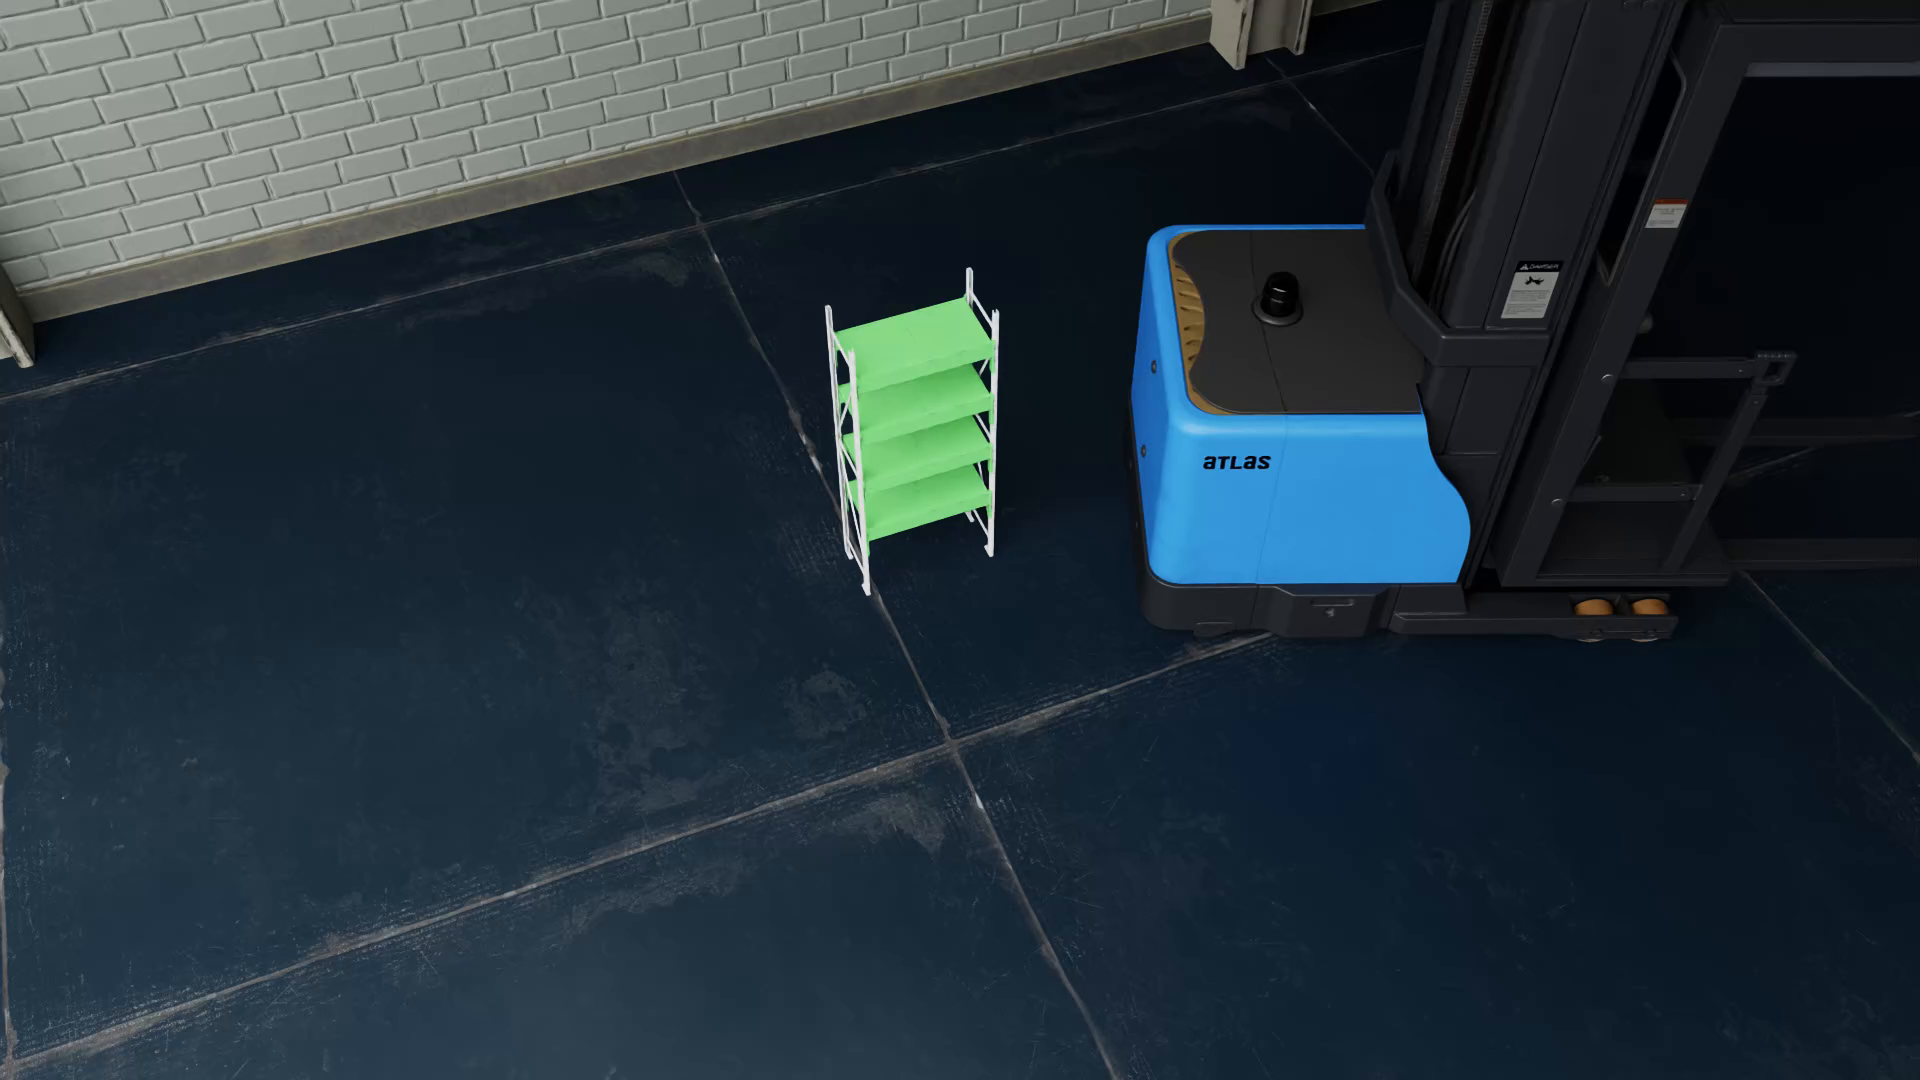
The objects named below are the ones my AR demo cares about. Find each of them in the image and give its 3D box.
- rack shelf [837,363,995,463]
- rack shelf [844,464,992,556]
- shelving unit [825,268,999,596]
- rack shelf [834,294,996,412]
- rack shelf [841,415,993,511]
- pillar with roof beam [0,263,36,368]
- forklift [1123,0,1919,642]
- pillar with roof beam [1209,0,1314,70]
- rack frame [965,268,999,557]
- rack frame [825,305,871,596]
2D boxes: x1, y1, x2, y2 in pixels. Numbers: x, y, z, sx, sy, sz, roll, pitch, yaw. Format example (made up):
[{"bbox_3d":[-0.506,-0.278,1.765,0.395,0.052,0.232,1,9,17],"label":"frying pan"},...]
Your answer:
[{"bbox_3d":[-0.153,-0.458,5.620,0.480,0.148,0.258,-17,52,-14],"label":"rack shelf"},{"bbox_3d":[-0.153,-0.145,5.985,0.480,0.148,0.258,-17,52,-14],"label":"rack shelf"},{"bbox_3d":[-0.153,-0.343,5.754,0.503,1.200,0.258,-17,52,-14],"label":"shelving unit"},{"bbox_3d":[-0.153,-0.614,5.438,0.480,0.148,0.258,-17,52,-14],"label":"rack shelf"},{"bbox_3d":[-0.153,-0.302,5.802,0.480,0.148,0.258,-17,52,-14],"label":"rack shelf"},{"bbox_3d":[-2.436,-0.683,0.905,0.400,9.000,9.100,-17,52,-14],"label":"pillar with roof beam"},{"bbox_3d":[2.155,-0.996,5.174,3.031,2.935,1.130,0,49,0],"label":"forklift"},{"bbox_3d":[3.119,-2.405,2.383,0.400,9.000,9.100,-17,52,-14],"label":"pillar with roof beam"},{"bbox_3d":[0.073,-0.413,5.814,0.015,1.200,0.240,-17,52,-14],"label":"rack frame"},{"bbox_3d":[-0.379,-0.273,5.694,0.015,1.200,0.240,-17,52,-14],"label":"rack frame"}]
